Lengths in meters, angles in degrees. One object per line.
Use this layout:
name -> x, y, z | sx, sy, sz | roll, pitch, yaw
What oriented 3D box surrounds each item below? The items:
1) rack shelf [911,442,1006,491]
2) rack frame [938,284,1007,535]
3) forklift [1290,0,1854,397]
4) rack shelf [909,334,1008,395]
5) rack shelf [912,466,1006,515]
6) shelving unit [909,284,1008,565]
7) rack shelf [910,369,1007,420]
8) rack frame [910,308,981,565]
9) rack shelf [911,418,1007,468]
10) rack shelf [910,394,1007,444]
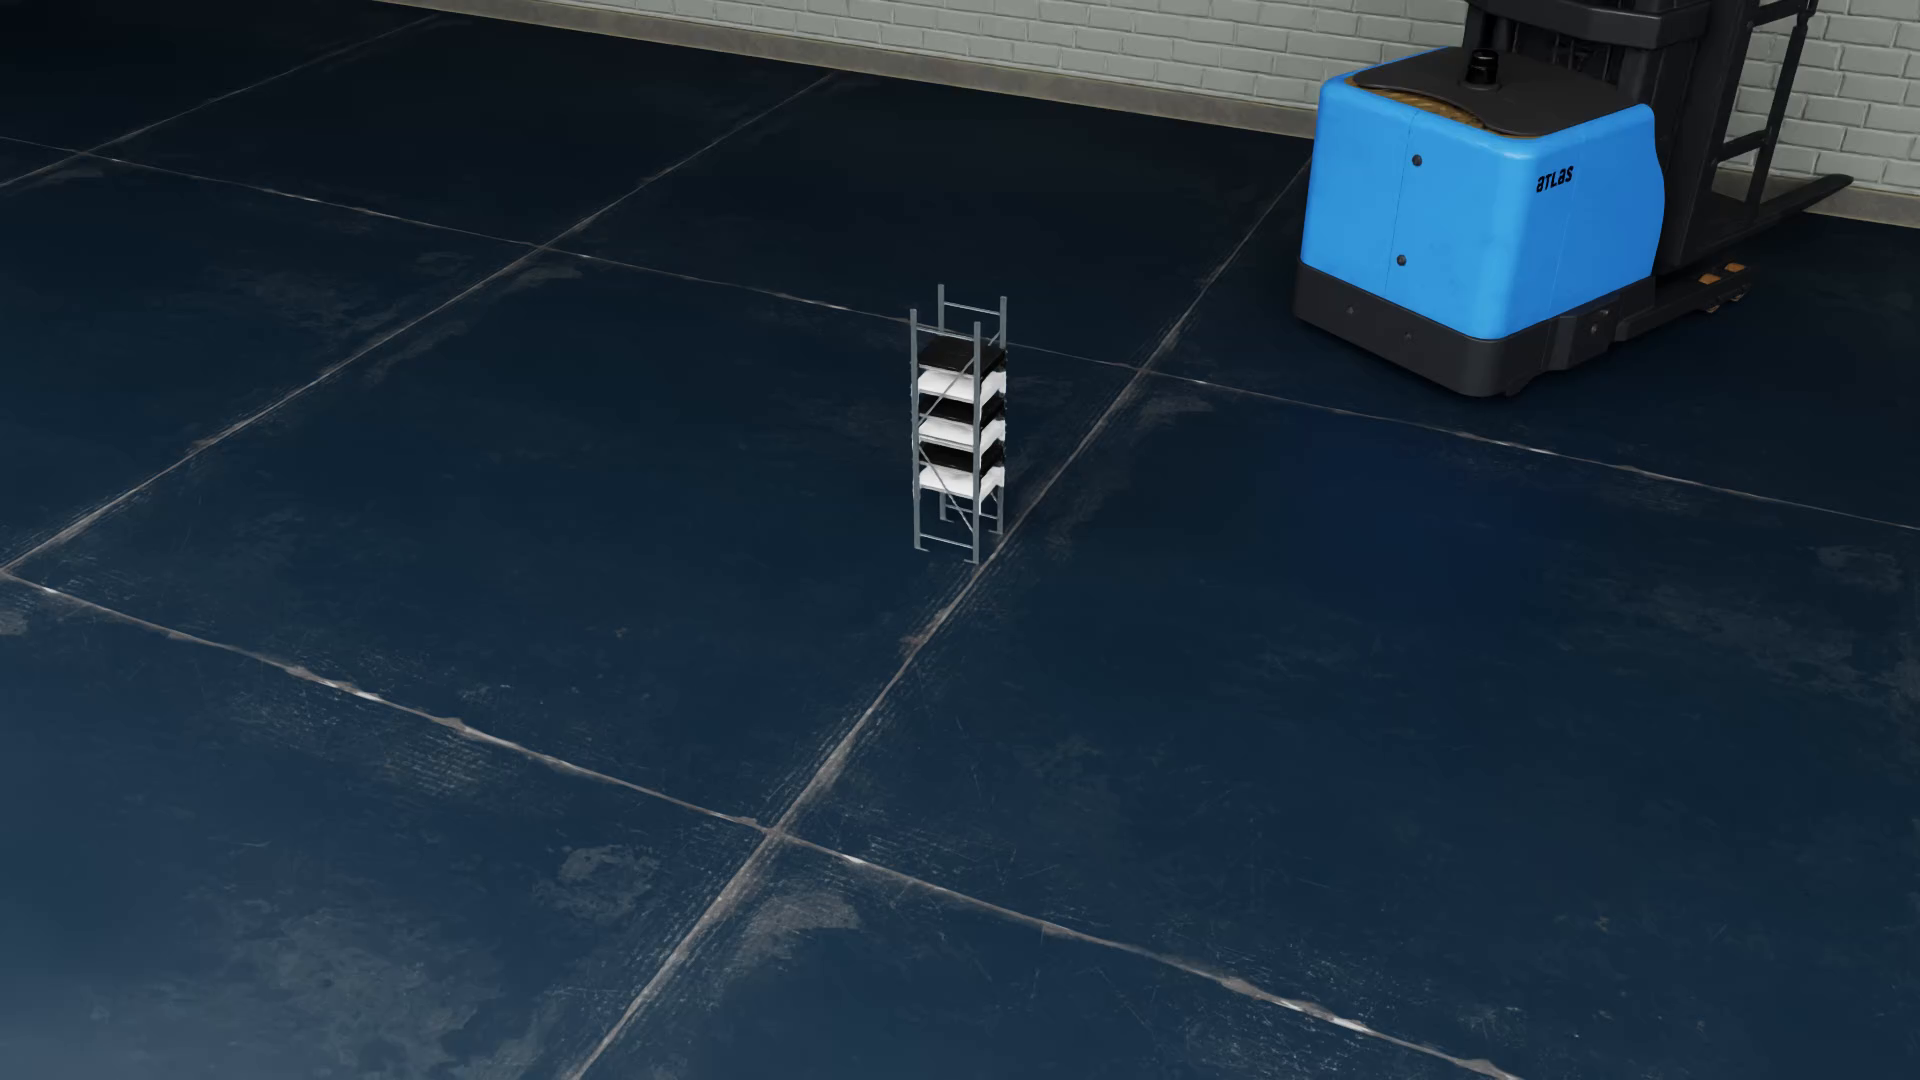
rack shelf -> -0.003, -0.269, 5.565 | 0.258, 0.077, 0.200 | 14, 36, 20
rack frame -> 0.039, -0.423, 5.574 | 0.240, 0.900, 0.006 | 14, 36, 20
forklift -> 2.895, -2.427, 6.779 | 3.031, 2.935, 1.130 | -23, 39, -30
rack shelf -> -0.003, -0.570, 5.367 | 0.258, 0.077, 0.200 | 14, 36, 20
rack shelf -> -0.003, -0.194, 5.614 | 0.258, 0.077, 0.200 | 14, 36, 20
shelving unit -> -0.003, -0.372, 5.497 | 0.258, 0.900, 0.210 | 14, 36, 20
rack shelf -> -0.003, -0.495, 5.417 | 0.258, 0.077, 0.200 | 14, 36, 20
rack frame -> -0.046, -0.322, 5.420 | 0.240, 0.900, 0.006 | 14, 36, 20
rack shelf -> -0.003, -0.344, 5.515 | 0.258, 0.077, 0.200 | 14, 36, 20
rack shelf -> -0.003, -0.420, 5.466 | 0.258, 0.077, 0.200 | 14, 36, 20
